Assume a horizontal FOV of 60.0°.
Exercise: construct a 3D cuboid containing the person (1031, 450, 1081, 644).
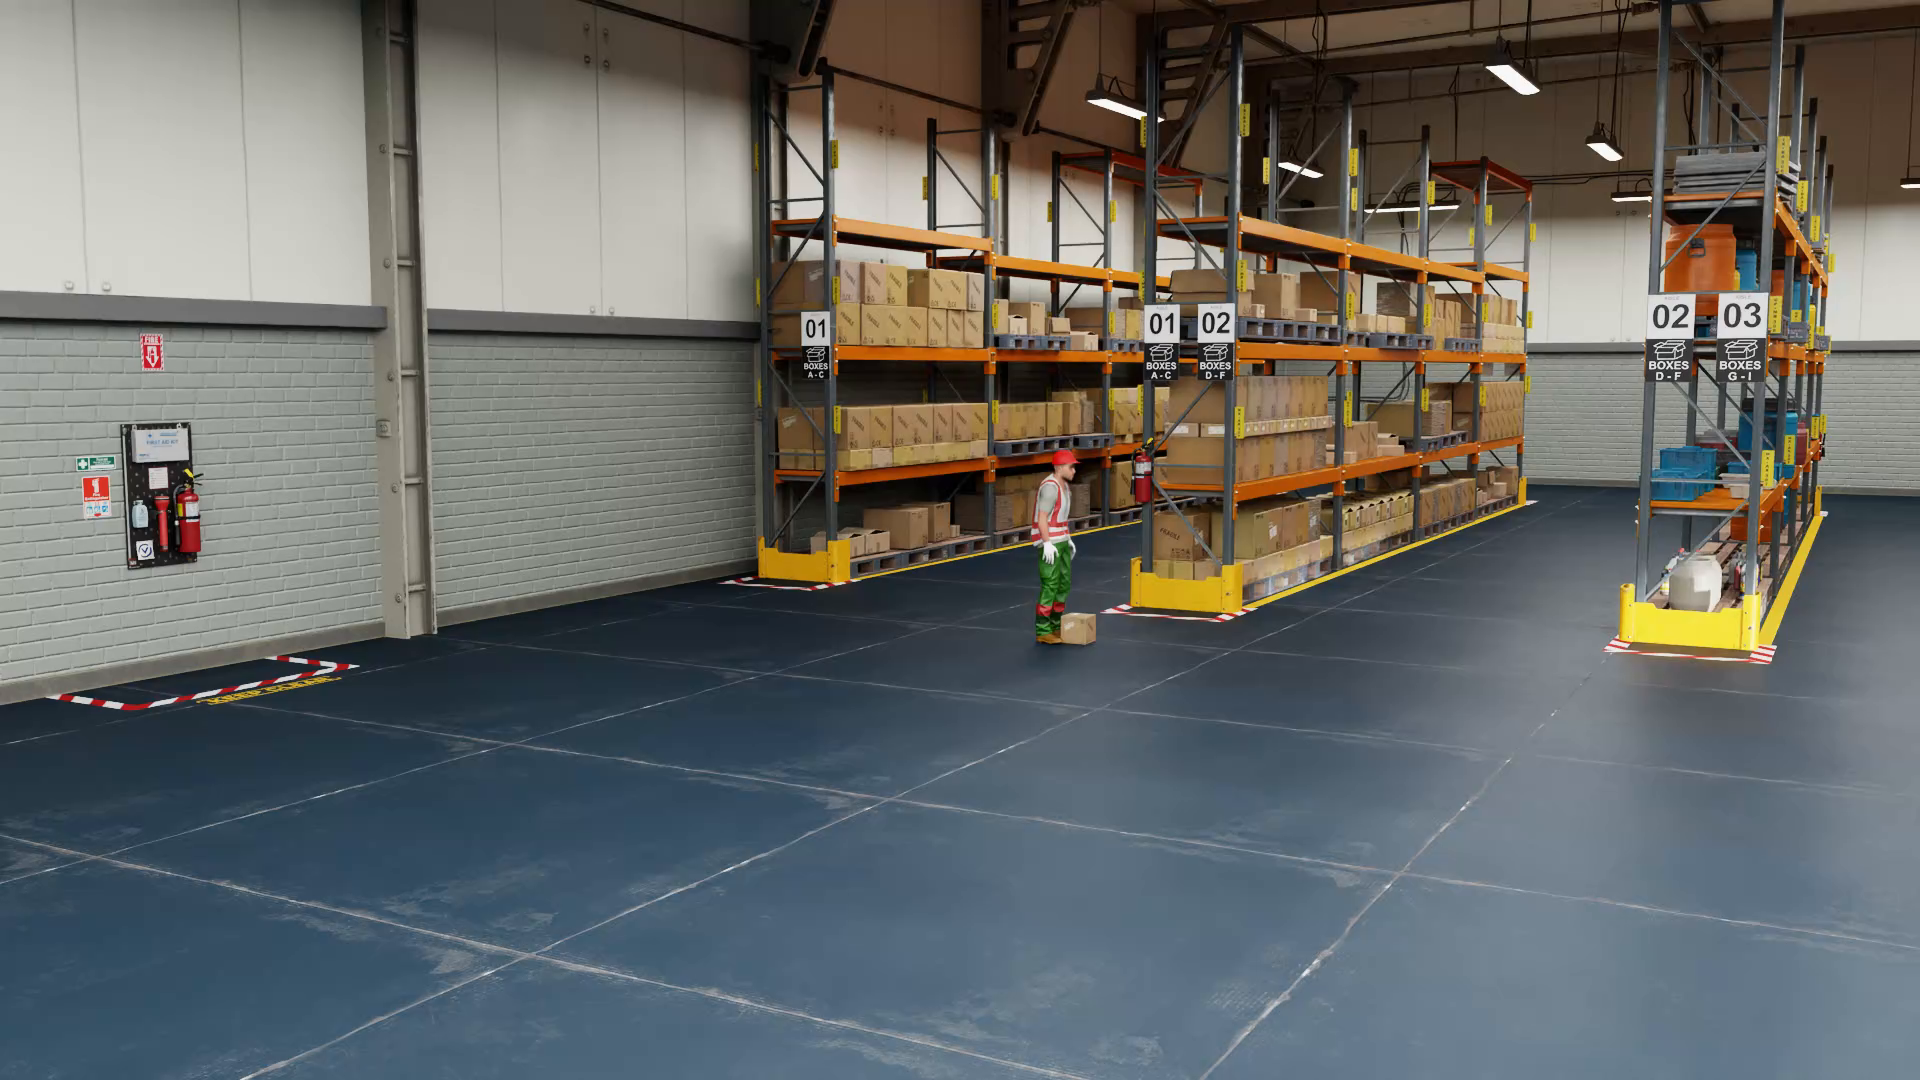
[{"bbox_3d":[0.903,0.052,15.490,0.445,1.781,0.621,3,6,26],"label":"person"}]
